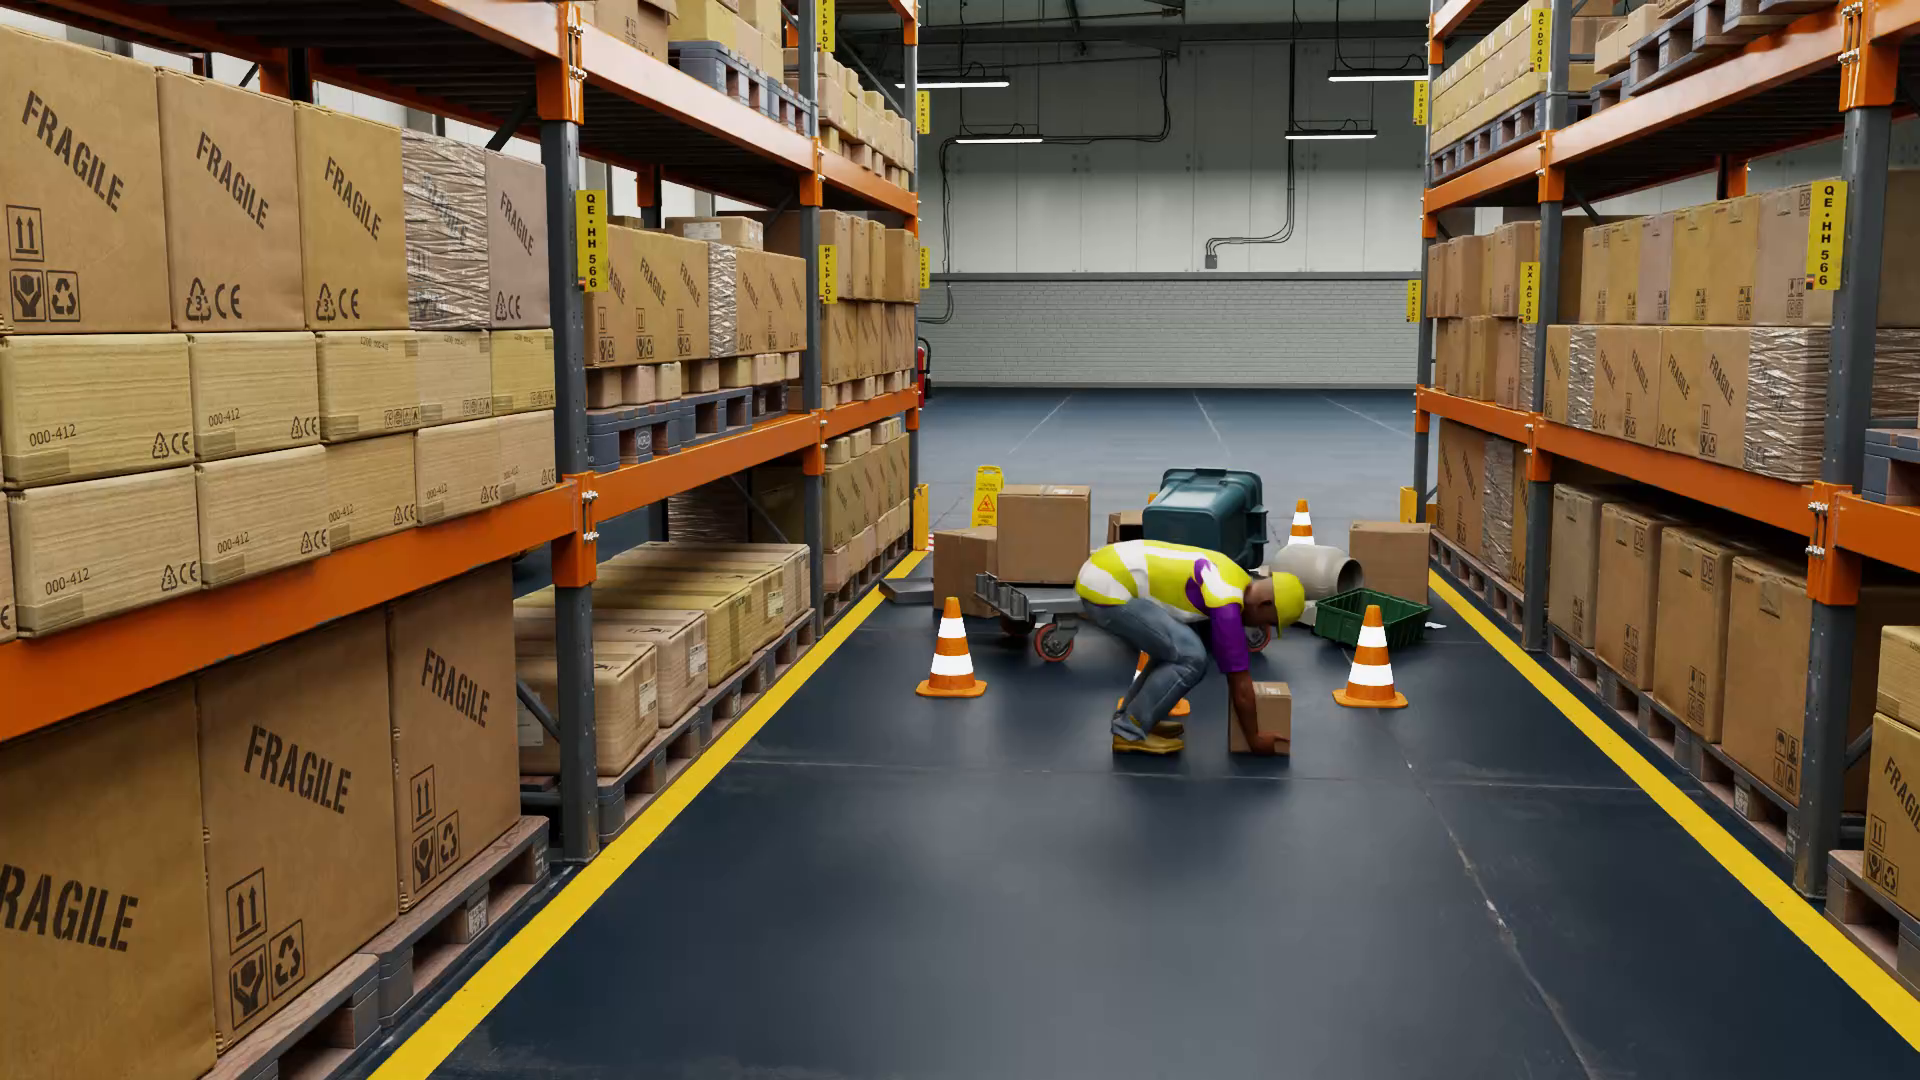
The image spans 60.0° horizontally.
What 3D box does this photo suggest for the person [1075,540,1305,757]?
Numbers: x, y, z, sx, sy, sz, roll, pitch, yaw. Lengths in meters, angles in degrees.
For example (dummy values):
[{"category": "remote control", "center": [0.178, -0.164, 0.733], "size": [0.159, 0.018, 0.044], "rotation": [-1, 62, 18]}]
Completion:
[{"category": "person", "center": [0.984, 0.449, 7.146], "size": [0.977, 0.907, 0.510], "rotation": [0, 8, 4]}]
